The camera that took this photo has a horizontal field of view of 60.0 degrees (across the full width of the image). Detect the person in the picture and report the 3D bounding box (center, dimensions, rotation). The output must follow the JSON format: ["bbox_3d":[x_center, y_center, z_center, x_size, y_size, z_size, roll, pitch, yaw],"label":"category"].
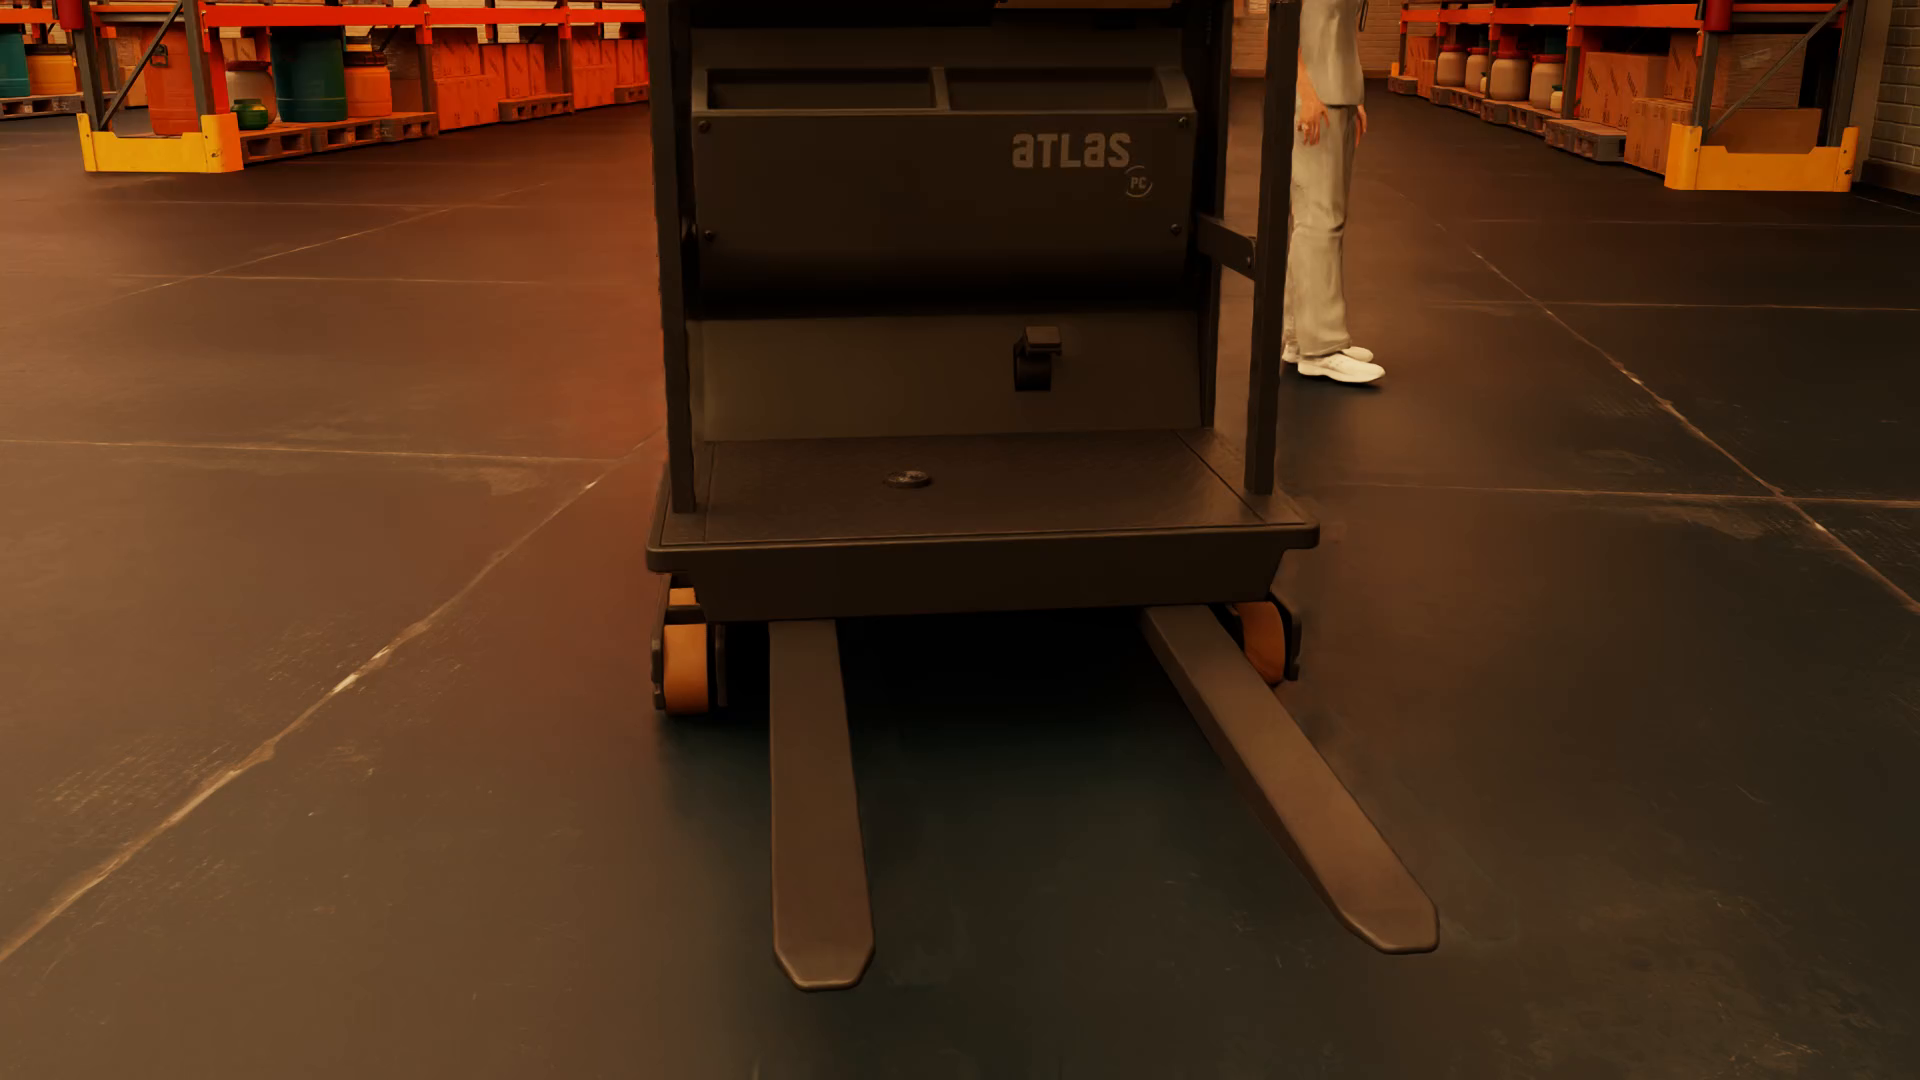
[{"bbox_3d":[1.247,-1.398,5.453,0.550,1.675,0.544,10,20,29],"label":"person"}]

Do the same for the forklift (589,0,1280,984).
[{"bbox_3d":[-0.058,-1.200,2.757,1.130,2.935,3.031,0,18,-1],"label":"forklift"}]
